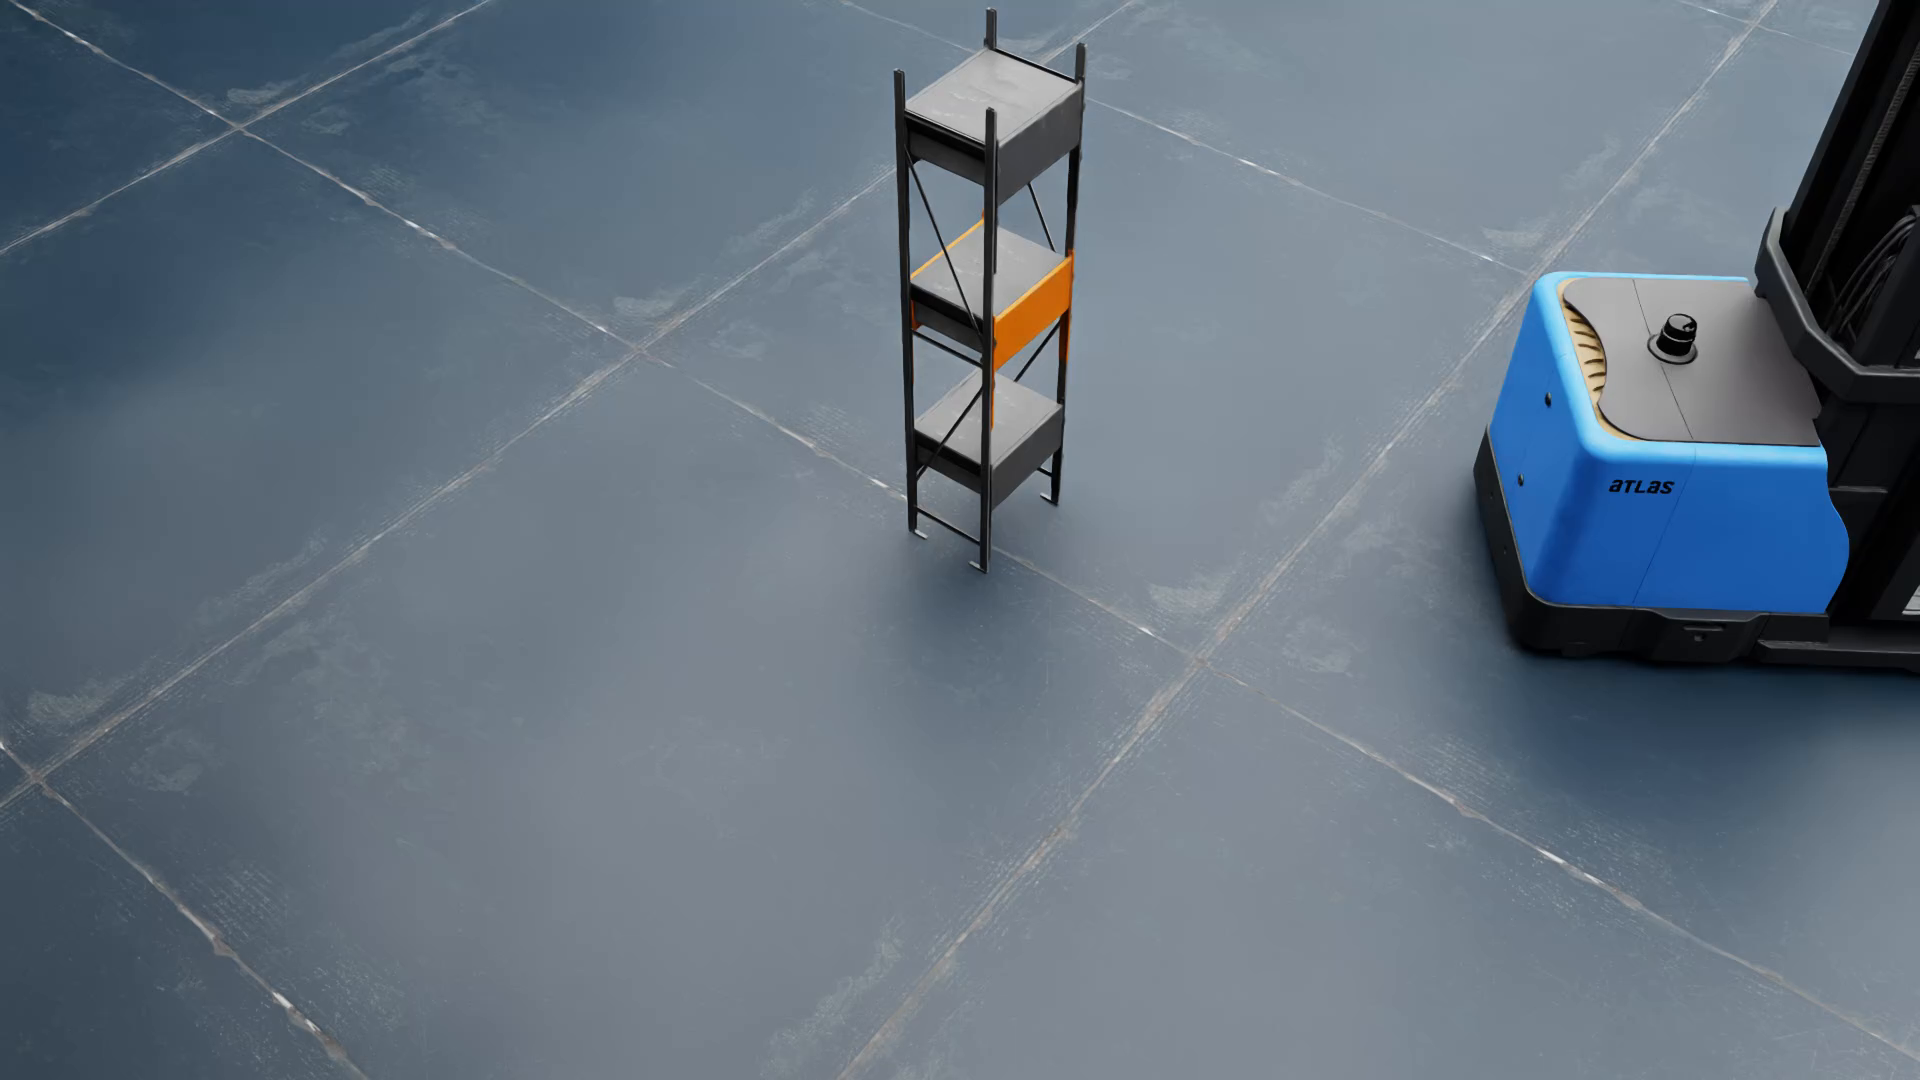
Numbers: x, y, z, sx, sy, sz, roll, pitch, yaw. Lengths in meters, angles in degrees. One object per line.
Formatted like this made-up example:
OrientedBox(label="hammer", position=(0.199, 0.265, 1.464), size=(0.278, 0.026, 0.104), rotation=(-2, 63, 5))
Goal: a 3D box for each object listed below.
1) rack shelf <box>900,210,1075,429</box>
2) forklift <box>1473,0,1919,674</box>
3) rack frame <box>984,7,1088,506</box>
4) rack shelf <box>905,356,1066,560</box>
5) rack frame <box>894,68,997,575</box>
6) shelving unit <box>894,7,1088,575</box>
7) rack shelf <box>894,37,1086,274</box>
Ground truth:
OrientedBox(label="rack shelf", position=(0.101, -0.811, 6.091), size=(0.431, 0.518, 0.480), rotation=(29, 53, 25))
OrientedBox(label="forklift", position=(3.626, -0.882, 5.565), size=(3.031, 2.935, 1.130), rotation=(2, 46, 2))
OrientedBox(label="rack frame", position=(0.250, -0.960, 6.215), size=(0.400, 2.100, 0.015), rotation=(29, 53, 25))
OrientedBox(label="rack shelf", position=(0.101, -0.327, 6.597), size=(0.431, 0.518, 0.480), rotation=(29, 53, 25))
OrientedBox(label="rack frame", position=(-0.048, -0.680, 5.948), size=(0.400, 2.100, 0.015), rotation=(29, 53, 25))
OrientedBox(label="shelving unit", position=(0.101, -0.820, 6.081), size=(0.431, 2.100, 0.503), rotation=(29, 53, 25))
OrientedBox(label="rack shelf", position=(0.101, -1.294, 5.585), size=(0.431, 0.518, 0.480), rotation=(29, 53, 25))
